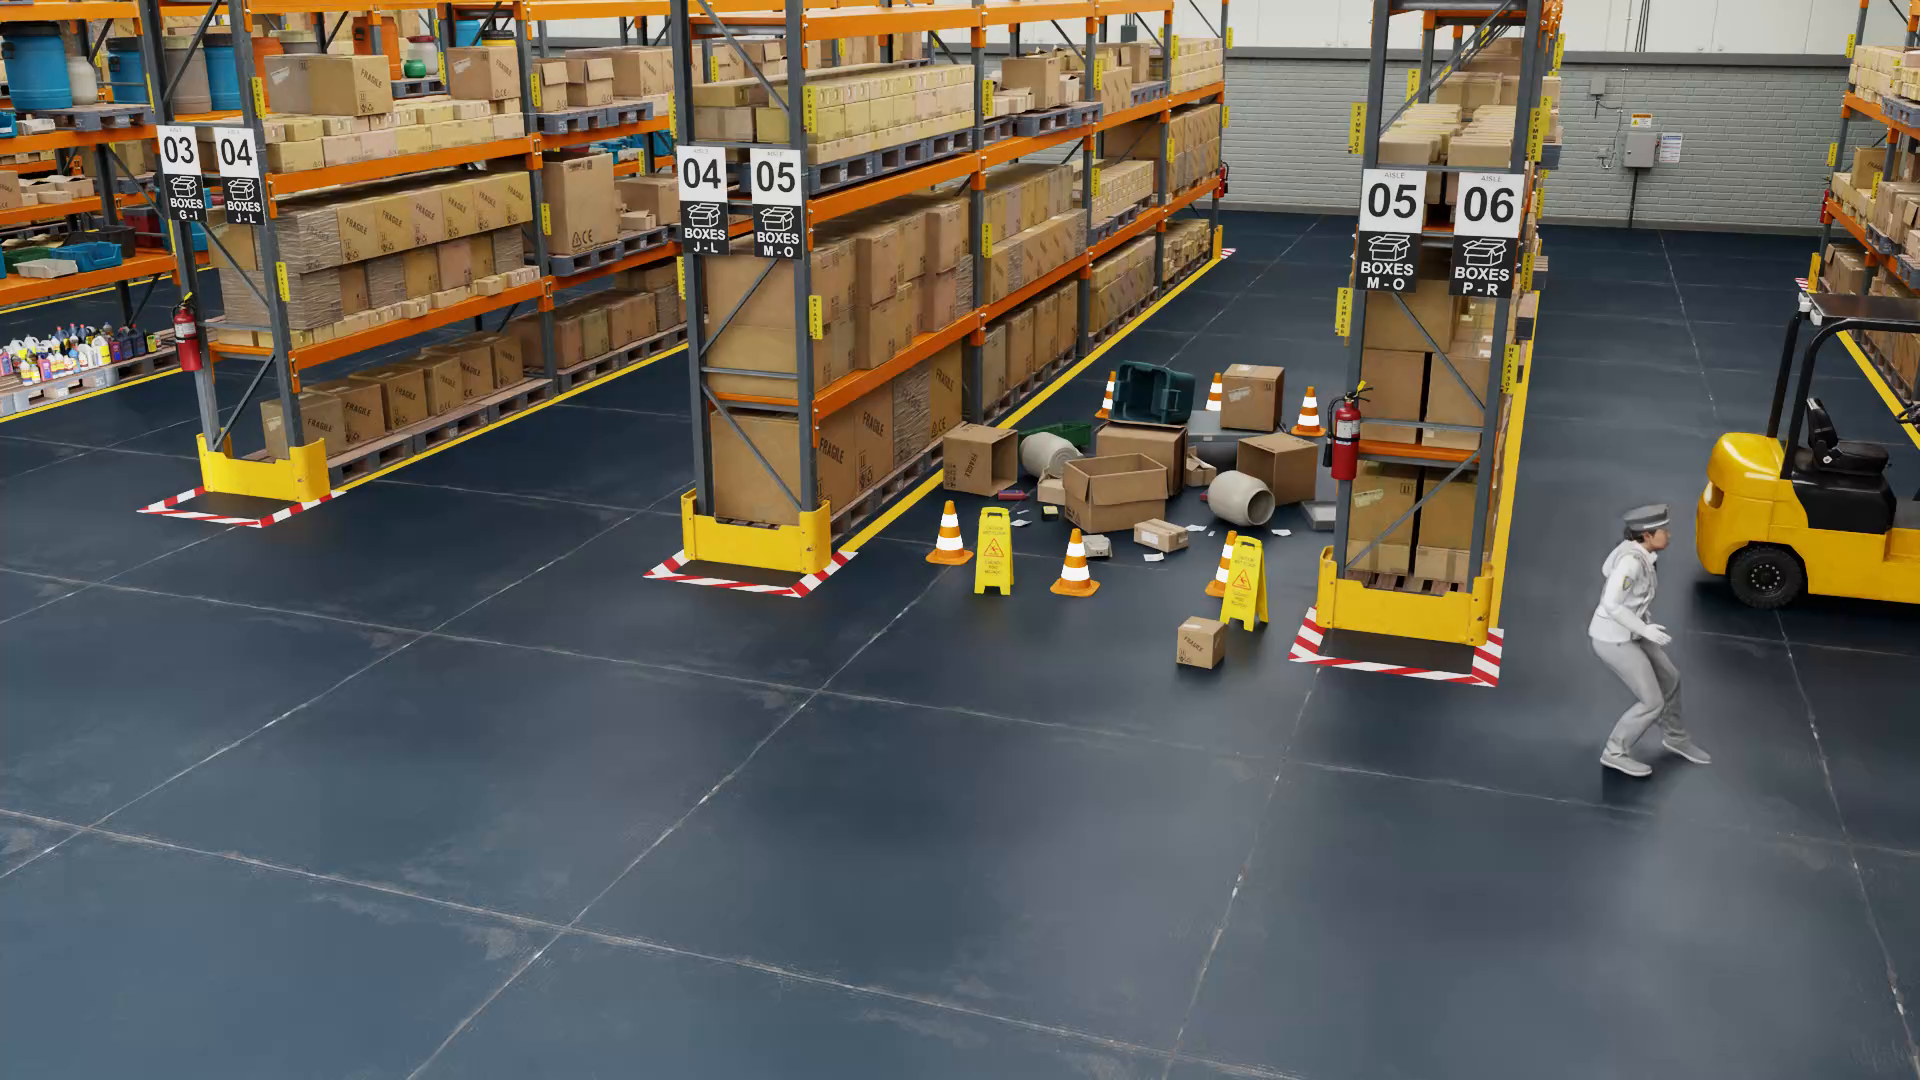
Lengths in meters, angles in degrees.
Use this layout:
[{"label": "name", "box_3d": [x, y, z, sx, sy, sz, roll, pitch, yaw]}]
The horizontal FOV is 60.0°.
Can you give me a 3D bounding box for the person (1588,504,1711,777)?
[{"label": "person", "box_3d": [4.002, 0.568, 9.526, 0.757, 1.597, 0.687, 8, 20, 23]}]
